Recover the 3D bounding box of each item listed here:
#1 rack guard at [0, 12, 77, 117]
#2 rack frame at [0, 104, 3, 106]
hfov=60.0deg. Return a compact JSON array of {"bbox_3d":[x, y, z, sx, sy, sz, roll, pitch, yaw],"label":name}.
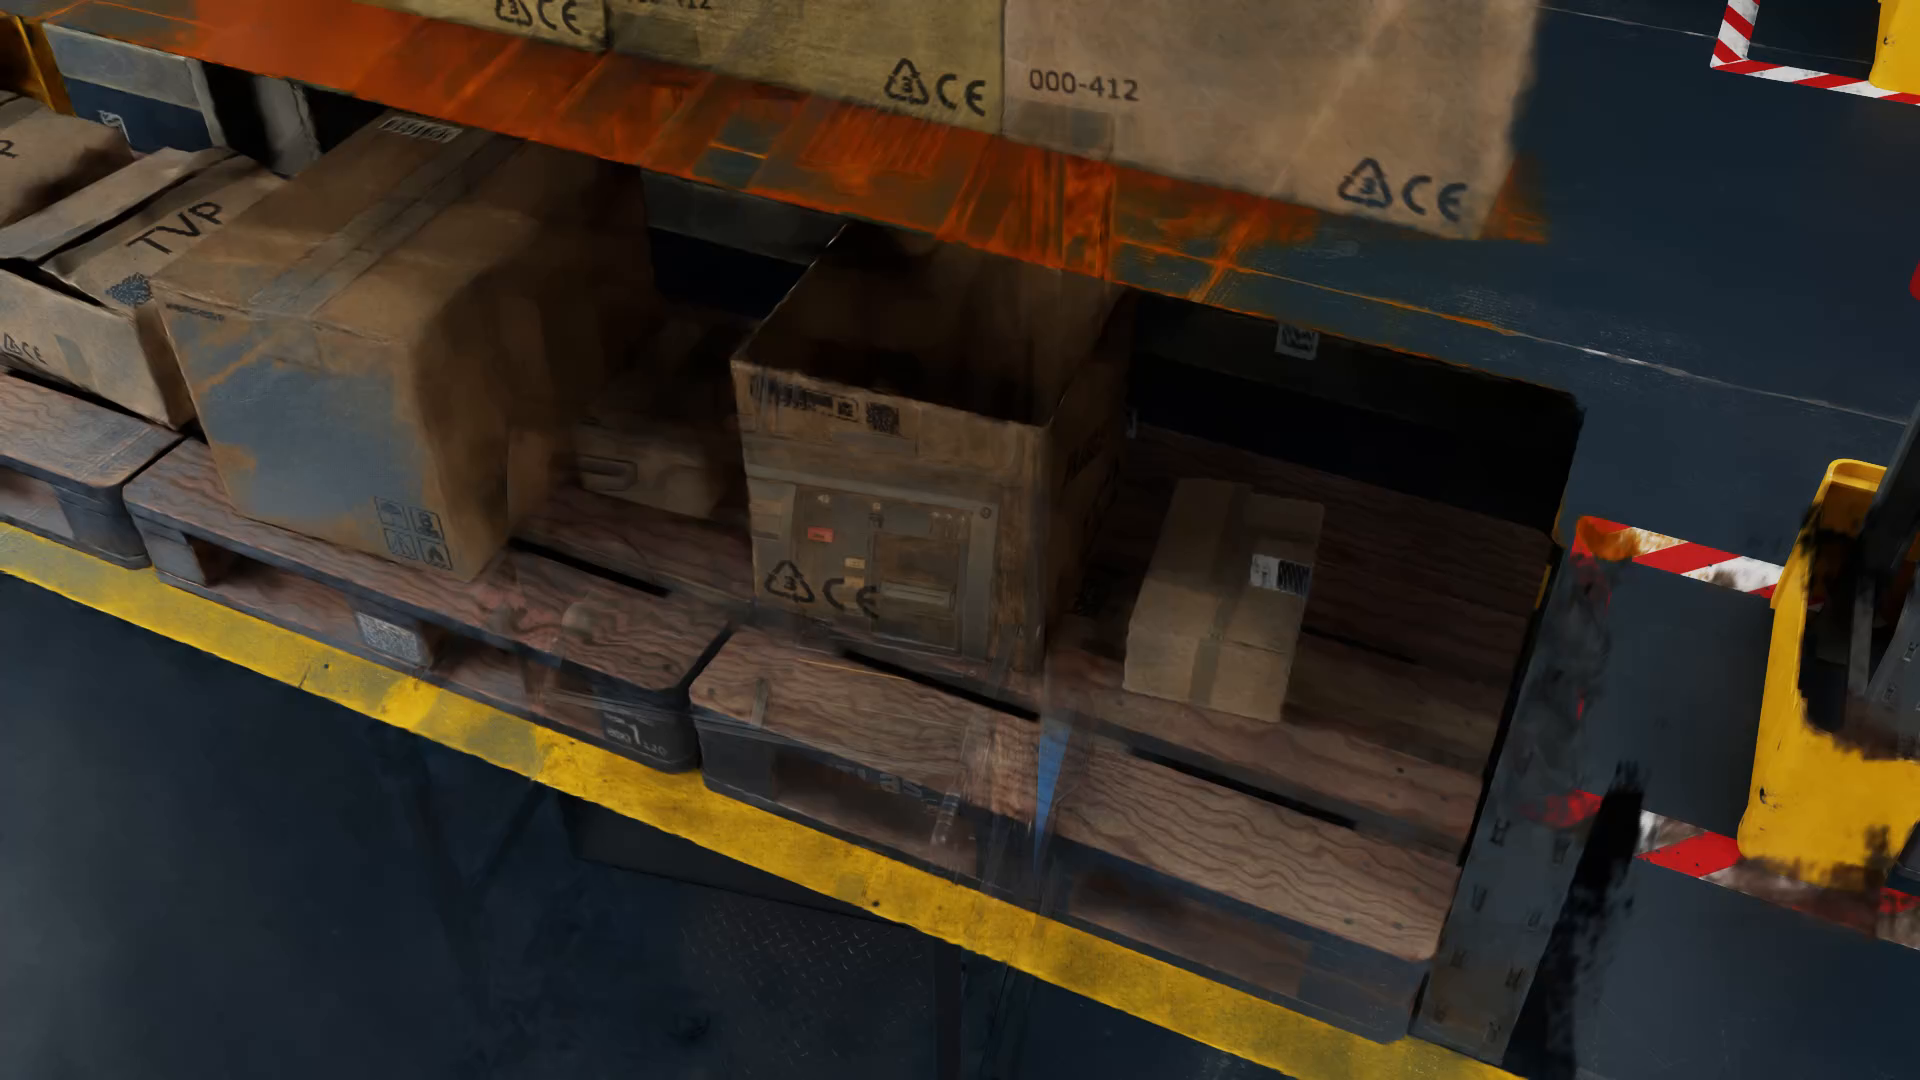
[{"bbox_3d":[4.587,-2.576,7.841,0.348,0.500,1.175,17,44,19],"label":"rack guard"},{"bbox_3d":[4.518,-3.542,7.046,0.127,3.000,1.000,17,44,19],"label":"rack frame"}]
